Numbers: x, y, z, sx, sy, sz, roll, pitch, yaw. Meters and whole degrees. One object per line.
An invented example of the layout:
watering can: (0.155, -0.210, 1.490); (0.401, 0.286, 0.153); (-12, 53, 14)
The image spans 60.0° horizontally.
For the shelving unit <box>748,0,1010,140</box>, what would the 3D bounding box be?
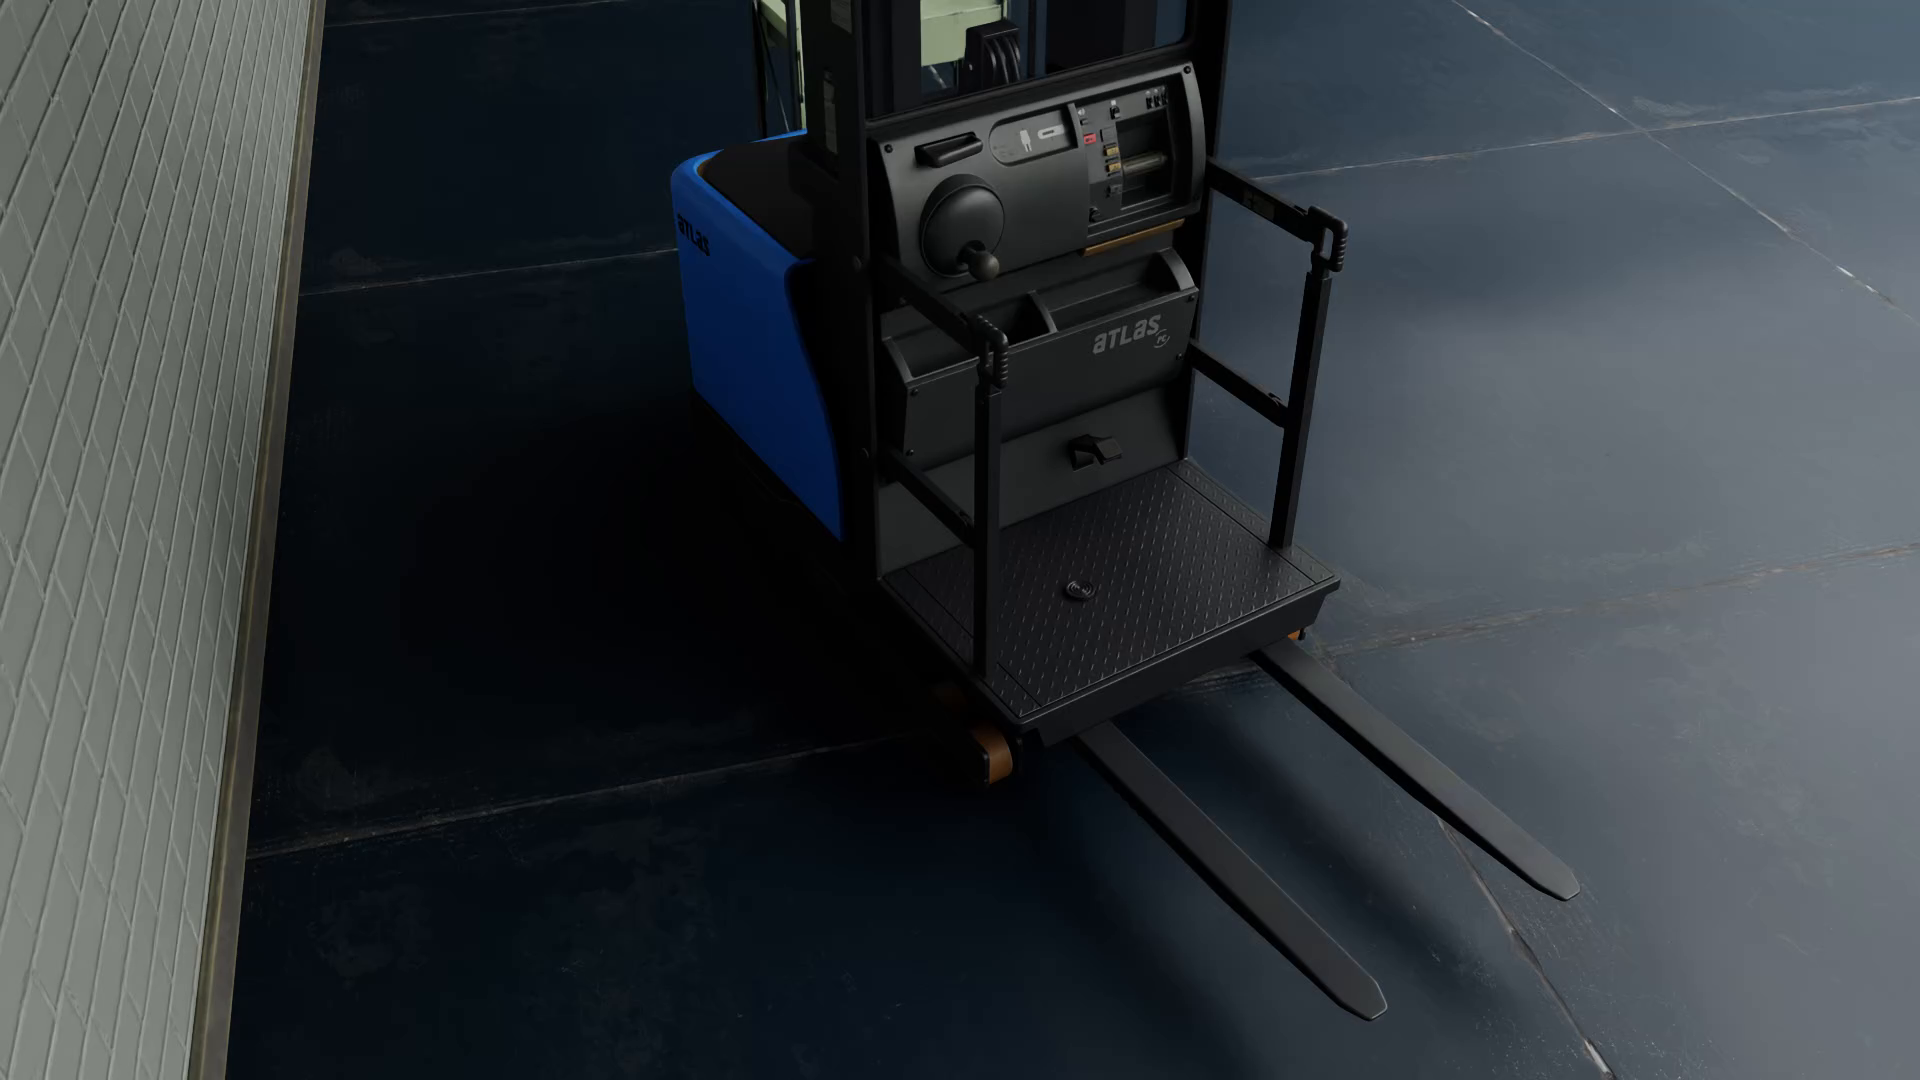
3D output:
shelving unit: (-0.264, -1.314, 5.732); (0.755, 1.500, 0.431); (-16, 40, -20)

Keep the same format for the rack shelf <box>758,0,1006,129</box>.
rack shelf: (-0.264, -1.625, 5.496); (0.720, 0.370, 0.431); (-16, 40, -20)

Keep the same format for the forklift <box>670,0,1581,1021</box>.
forklift: (0.336, -0.846, 3.943); (1.130, 2.935, 3.031); (-21, 42, -25)

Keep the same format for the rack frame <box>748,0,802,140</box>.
rack frame: (-0.595, -1.220, 5.609); (0.023, 1.500, 0.400); (-16, 40, -20)

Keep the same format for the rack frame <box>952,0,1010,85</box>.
rack frame: (0.068, -1.408, 5.855); (0.023, 1.500, 0.400); (-16, 40, -20)
